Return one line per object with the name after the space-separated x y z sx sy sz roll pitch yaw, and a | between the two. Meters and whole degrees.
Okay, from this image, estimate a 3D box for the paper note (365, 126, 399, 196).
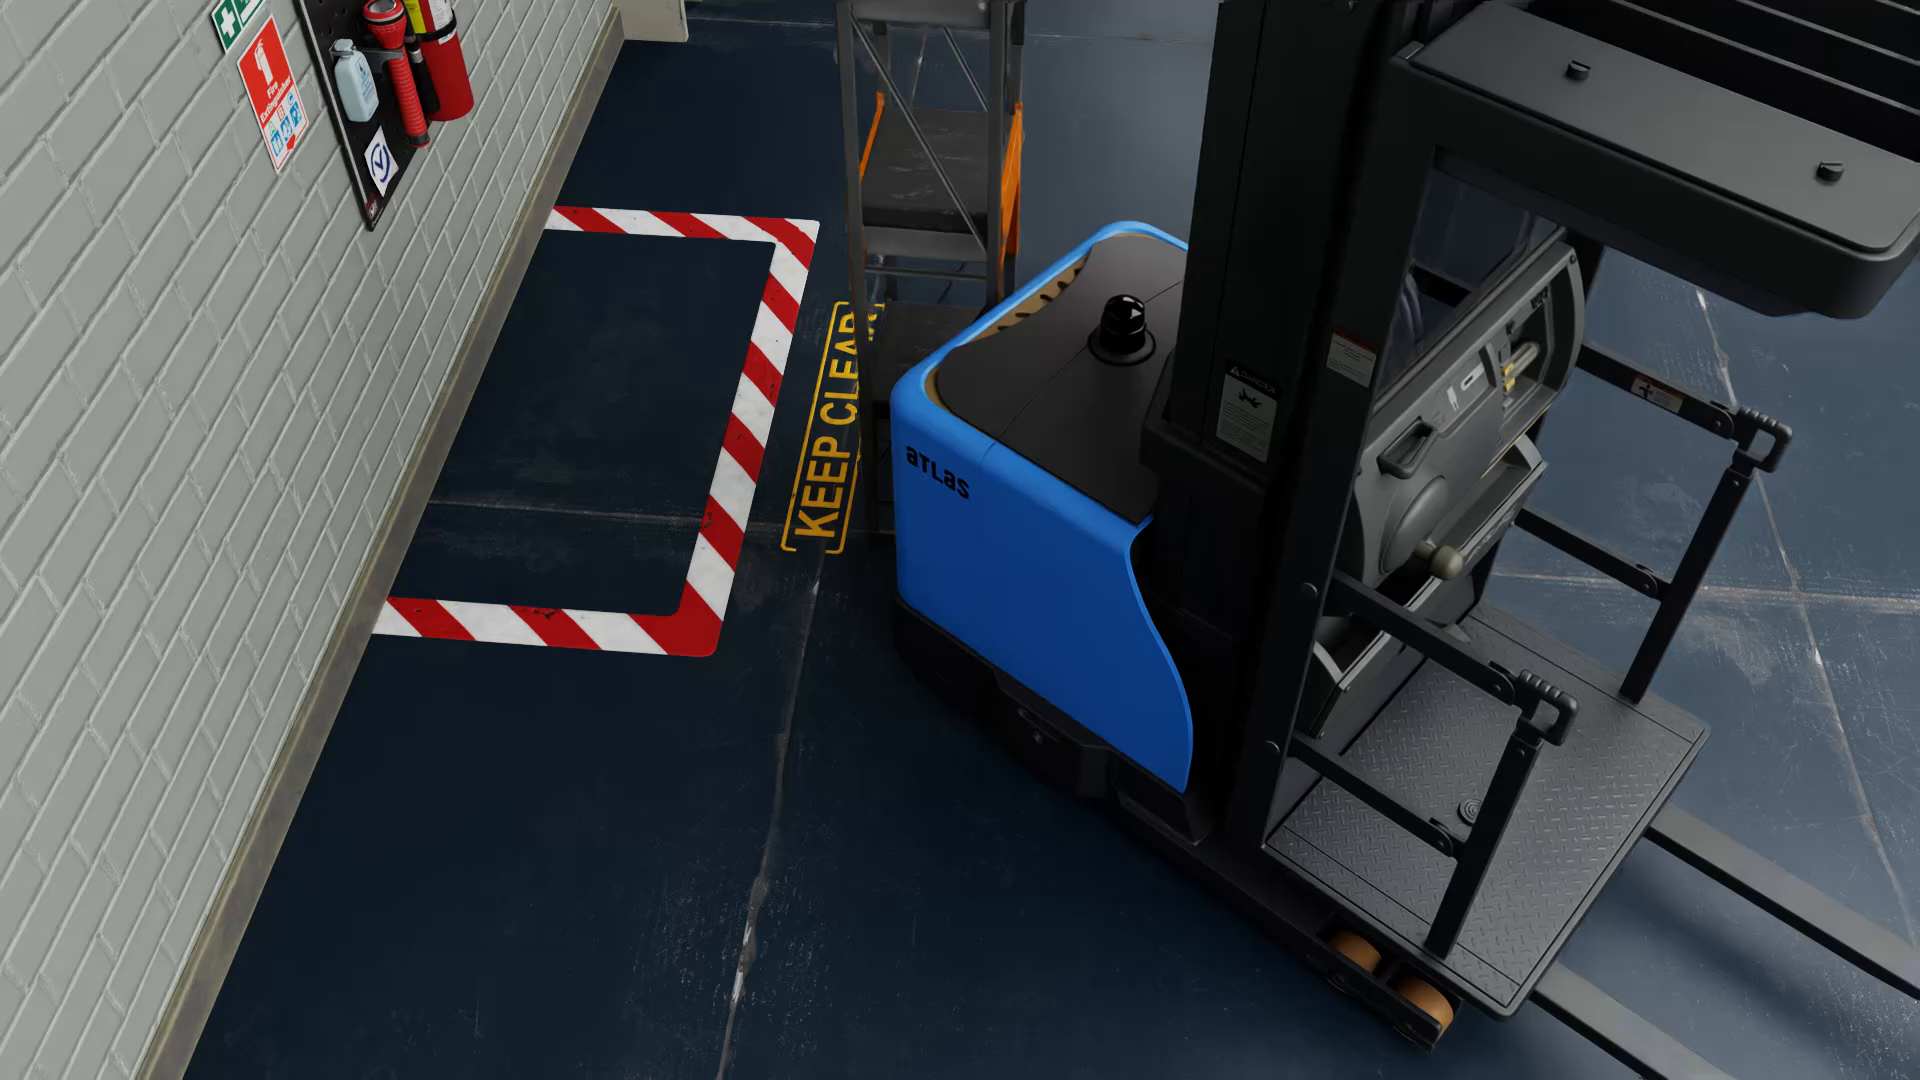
-1.675 -1.097 4.818 0.016 0.148 0.142 4 48 4 | paper note

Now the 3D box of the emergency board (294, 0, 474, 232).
-1.590 -1.520 4.607 0.194 1.169 0.643 4 48 4 | emergency board

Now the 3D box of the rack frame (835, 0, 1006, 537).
-0.093 -0.713 4.479 0.400 2.100 0.015 6 48 5 | rack frame

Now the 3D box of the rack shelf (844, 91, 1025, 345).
-0.061 -0.882 4.653 0.431 0.518 0.480 6 48 5 | rack shelf

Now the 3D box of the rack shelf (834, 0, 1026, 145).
-0.061 -1.355 4.136 0.431 0.518 0.480 6 48 5 | rack shelf

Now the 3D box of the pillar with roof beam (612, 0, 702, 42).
2.960 -5.068 3.787 9.100 9.000 0.400 4 48 4 | pillar with roof beam

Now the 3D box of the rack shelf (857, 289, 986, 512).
-0.061 -0.410 5.169 0.431 0.518 0.480 6 48 5 | rack shelf

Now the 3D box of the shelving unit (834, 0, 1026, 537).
-0.061 -0.892 4.643 0.431 2.100 0.503 6 48 5 | shelving unit

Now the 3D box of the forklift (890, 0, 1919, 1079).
1.245 -0.193 3.440 3.031 2.935 1.130 33 56 27 | forklift

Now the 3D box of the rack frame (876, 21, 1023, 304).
-0.029 -1.070 4.806 0.400 2.100 0.015 6 48 5 | rack frame

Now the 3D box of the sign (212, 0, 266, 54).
-1.734 -1.314 4.036 0.001 0.109 0.331 4 48 4 | sign

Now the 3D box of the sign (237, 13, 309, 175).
-1.743 -1.133 4.229 0.001 0.329 0.234 4 48 4 | sign
